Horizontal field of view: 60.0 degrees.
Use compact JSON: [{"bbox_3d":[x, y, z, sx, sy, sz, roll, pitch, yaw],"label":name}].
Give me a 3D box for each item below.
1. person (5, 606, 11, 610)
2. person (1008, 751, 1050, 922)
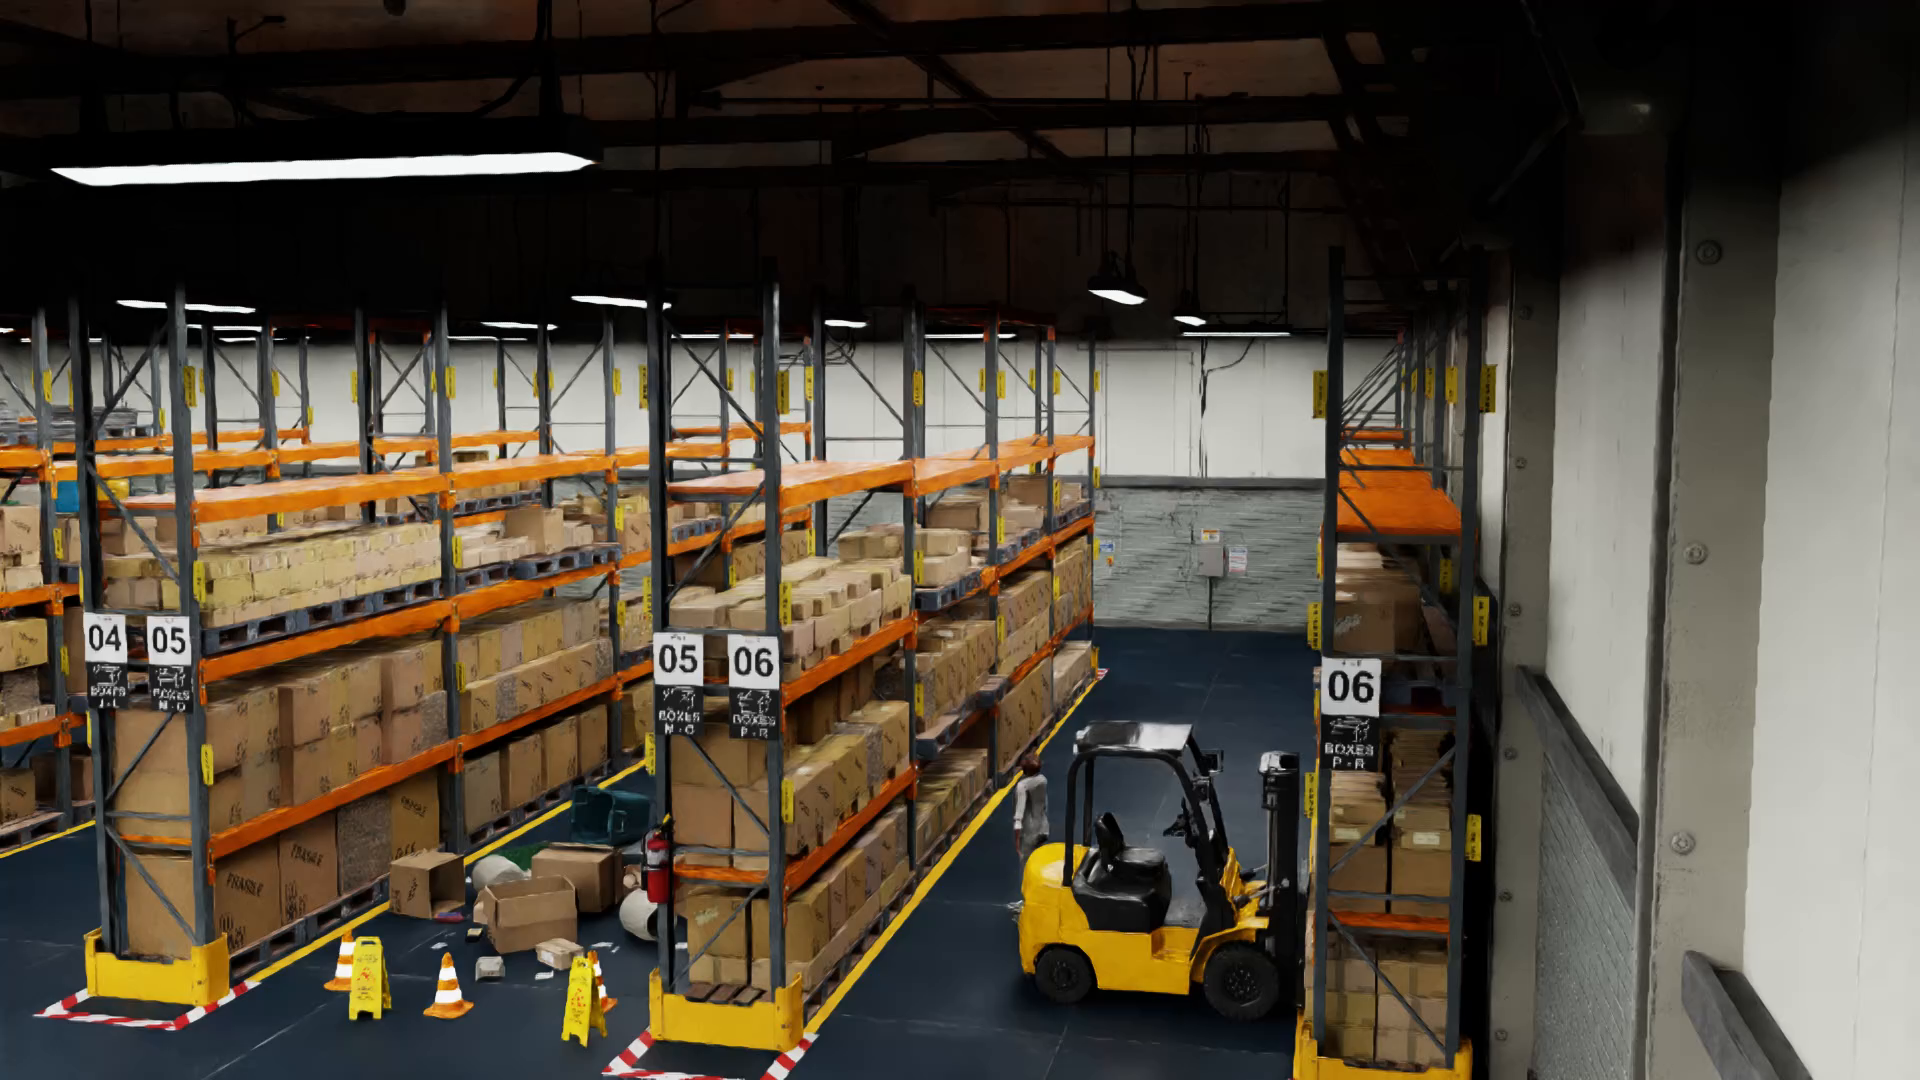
[{"bbox_3d":[-16.573,1.351,29.269,0.543,1.700,1.115,2,6,15],"label":"person"},{"bbox_3d":[0.638,2.779,15.711,0.493,1.596,0.509,5,7,39],"label":"person"}]
